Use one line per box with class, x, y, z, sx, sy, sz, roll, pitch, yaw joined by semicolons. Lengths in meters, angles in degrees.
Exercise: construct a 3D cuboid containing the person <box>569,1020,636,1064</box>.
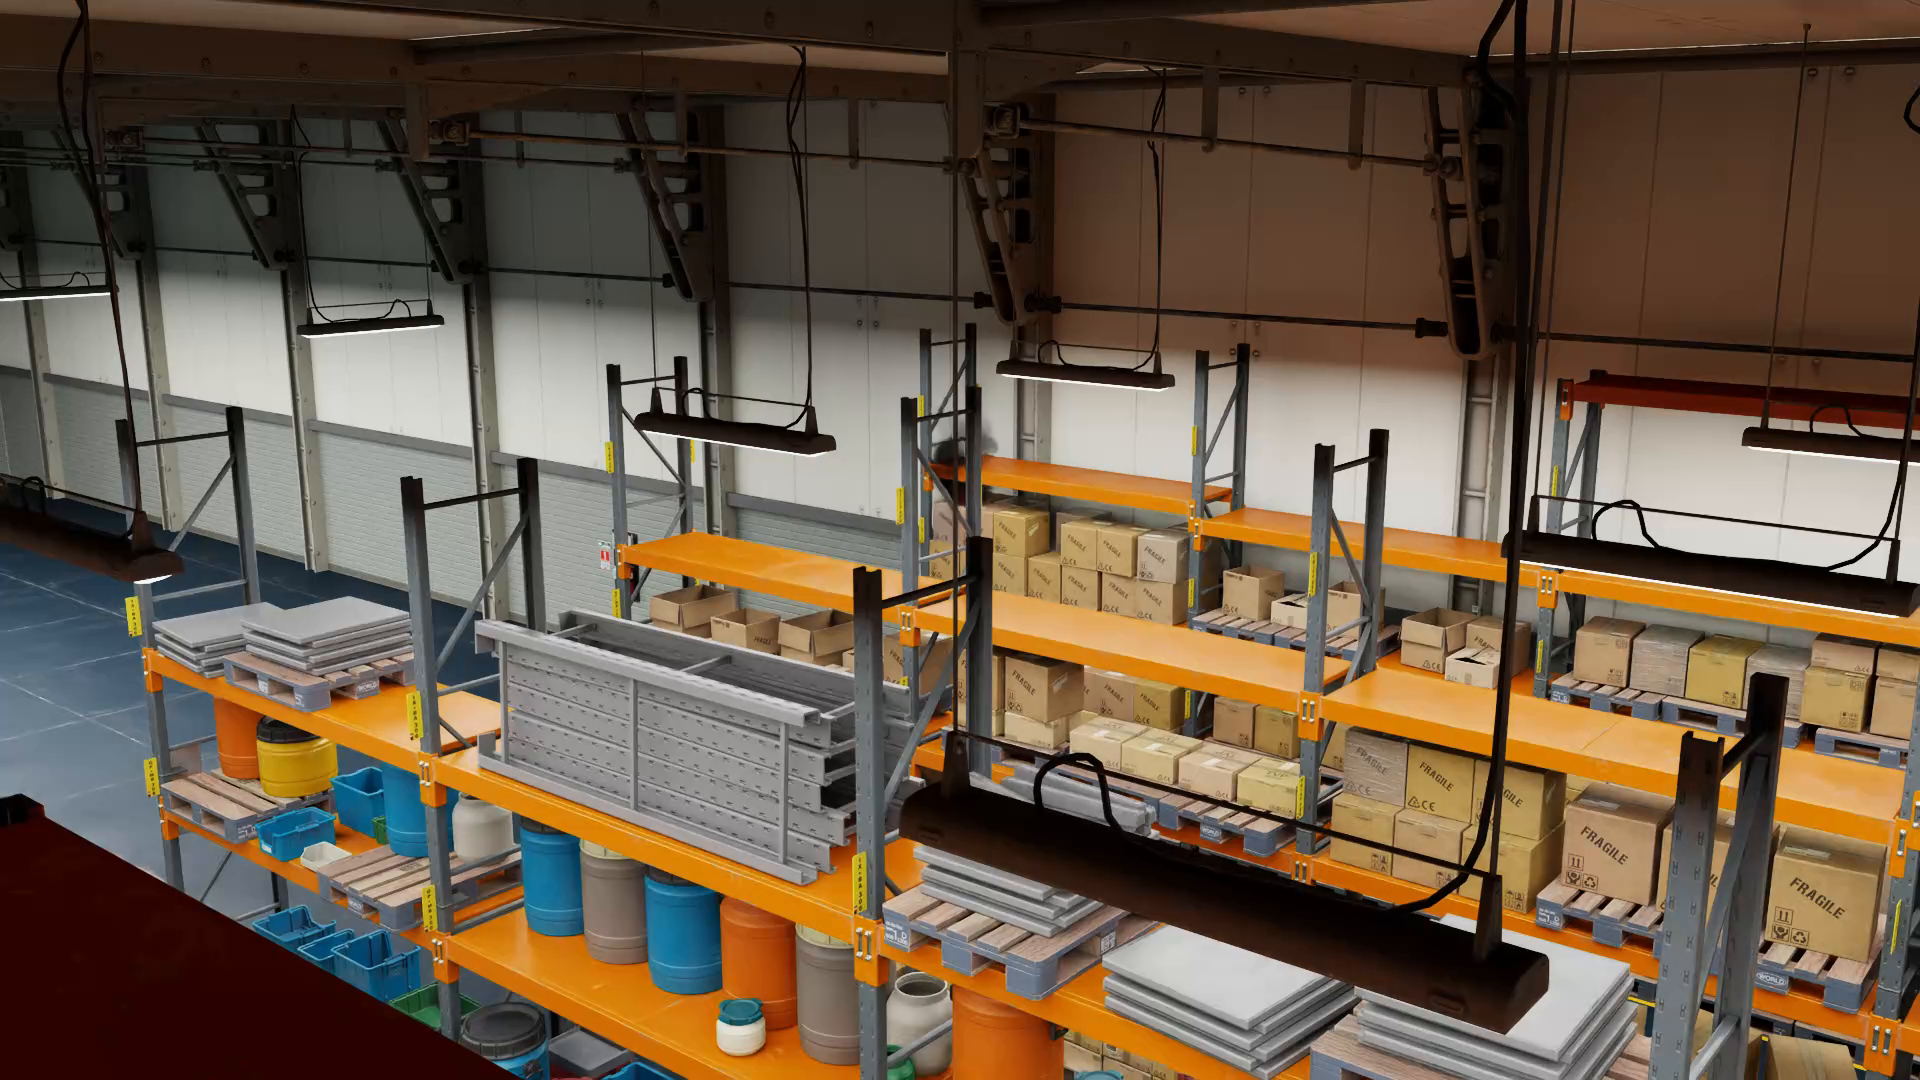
person;-3.165;4.000;14.629;0.734;1.774;0.639;8;15;33
